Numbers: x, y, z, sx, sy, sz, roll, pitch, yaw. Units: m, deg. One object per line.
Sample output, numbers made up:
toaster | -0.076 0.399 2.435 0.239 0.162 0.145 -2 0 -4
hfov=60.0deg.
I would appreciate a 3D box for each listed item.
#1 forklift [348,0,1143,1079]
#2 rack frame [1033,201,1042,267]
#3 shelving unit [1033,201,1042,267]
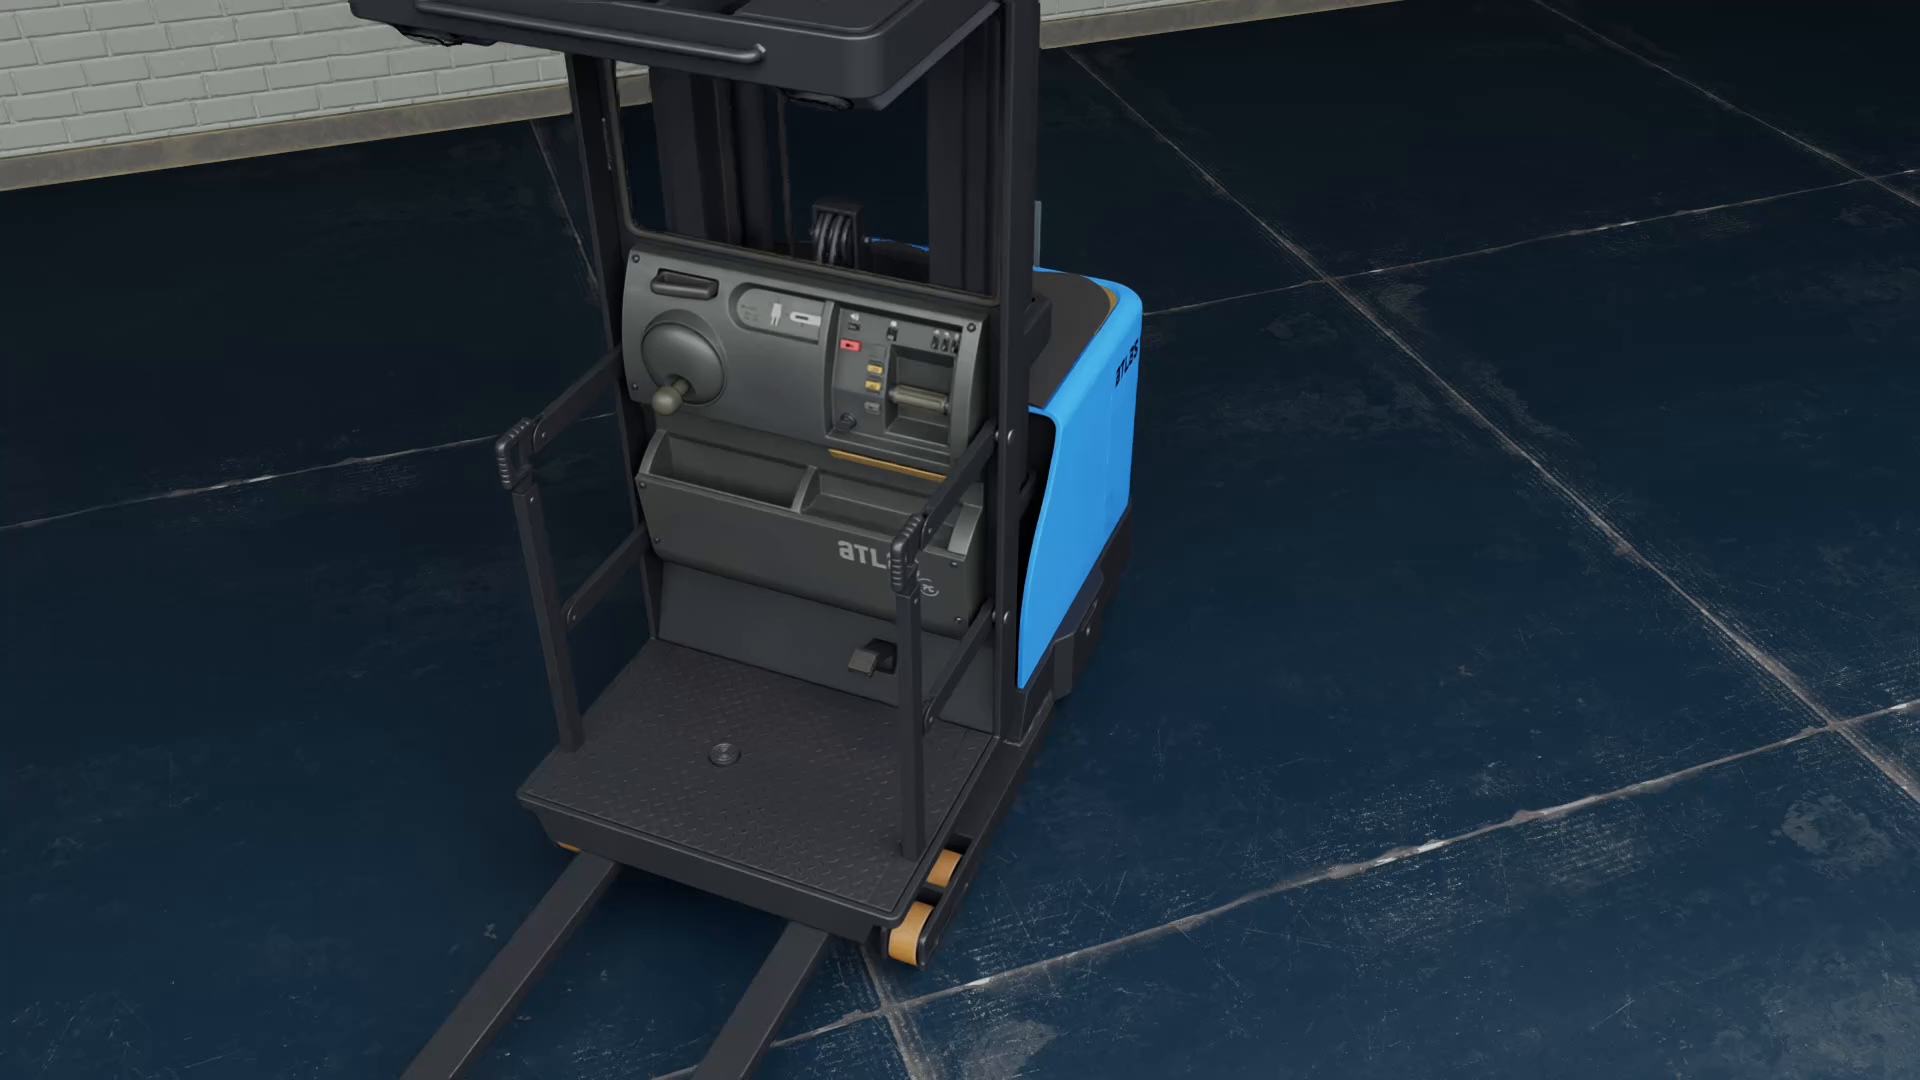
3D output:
forklift | -0.470 -0.368 3.802 1.130 2.935 3.031 14 39 18
rack frame | 0.132 -0.562 5.498 0.240 1.200 0.006 -3 37 -4
shelving unit | 0.123 -0.616 5.571 0.258 1.200 0.189 -3 37 -4
